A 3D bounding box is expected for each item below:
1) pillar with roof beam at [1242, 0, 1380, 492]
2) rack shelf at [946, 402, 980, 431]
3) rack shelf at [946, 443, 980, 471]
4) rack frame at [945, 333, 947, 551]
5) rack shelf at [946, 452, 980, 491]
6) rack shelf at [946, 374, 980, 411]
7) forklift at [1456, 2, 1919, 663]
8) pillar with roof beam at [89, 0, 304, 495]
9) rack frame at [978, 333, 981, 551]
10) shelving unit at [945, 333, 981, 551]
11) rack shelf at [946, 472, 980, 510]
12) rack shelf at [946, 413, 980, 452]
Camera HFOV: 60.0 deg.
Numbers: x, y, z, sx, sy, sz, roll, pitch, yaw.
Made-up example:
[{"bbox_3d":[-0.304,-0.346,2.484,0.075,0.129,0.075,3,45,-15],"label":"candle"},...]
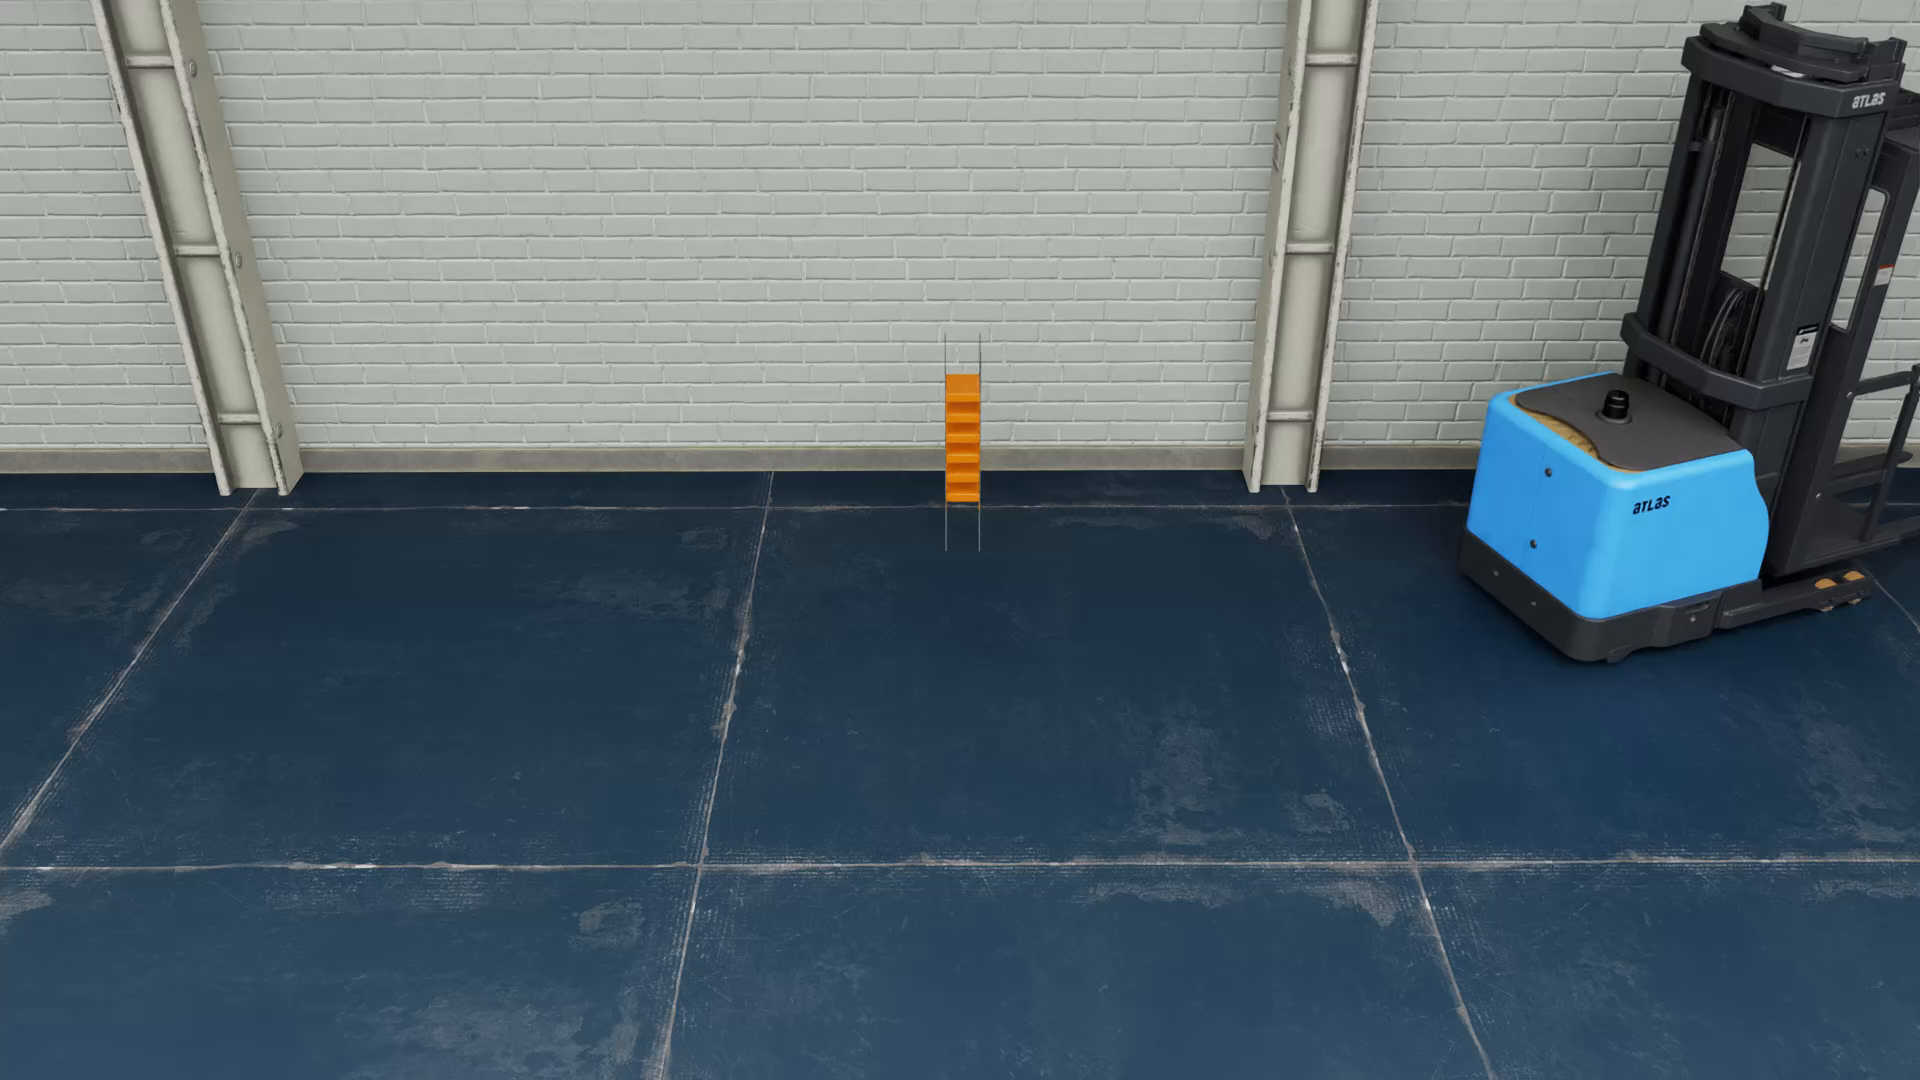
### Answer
[{"bbox_3d":[1.915,-1.974,3.828,0.400,9.000,9.100,0,31,0],"label":"pillar with roof beam"},{"bbox_3d":[0.014,-0.680,8.837,0.180,0.103,0.258,0,31,0],"label":"rack shelf"},{"bbox_3d":[0.014,-0.475,8.962,0.180,0.103,0.258,0,31,0],"label":"rack shelf"},{"bbox_3d":[-0.077,-0.513,8.938,0.006,1.200,0.240,0,31,0],"label":"rack frame"},{"bbox_3d":[0.014,-0.372,9.024,0.180,0.103,0.258,0,31,0],"label":"rack shelf"},{"bbox_3d":[0.014,-0.783,8.775,0.180,0.103,0.258,0,31,0],"label":"rack shelf"},{"bbox_3d":[4.222,-1.126,8.280,3.031,2.935,1.130,-12,33,-19],"label":"forklift"},{"bbox_3d":[-4.085,-1.955,3.797,0.400,9.000,9.100,0,31,0],"label":"pillar with roof beam"},{"bbox_3d":[0.106,-0.513,8.939,0.006,1.200,0.240,0,31,0],"label":"rack frame"},{"bbox_3d":[0.014,-0.513,8.939,0.189,1.200,0.258,0,31,0],"label":"shelving unit"},{"bbox_3d":[0.014,-0.270,9.086,0.180,0.103,0.258,0,31,0],"label":"rack shelf"},{"bbox_3d":[0.014,-0.578,8.900,0.180,0.103,0.258,0,31,0],"label":"rack shelf"}]
